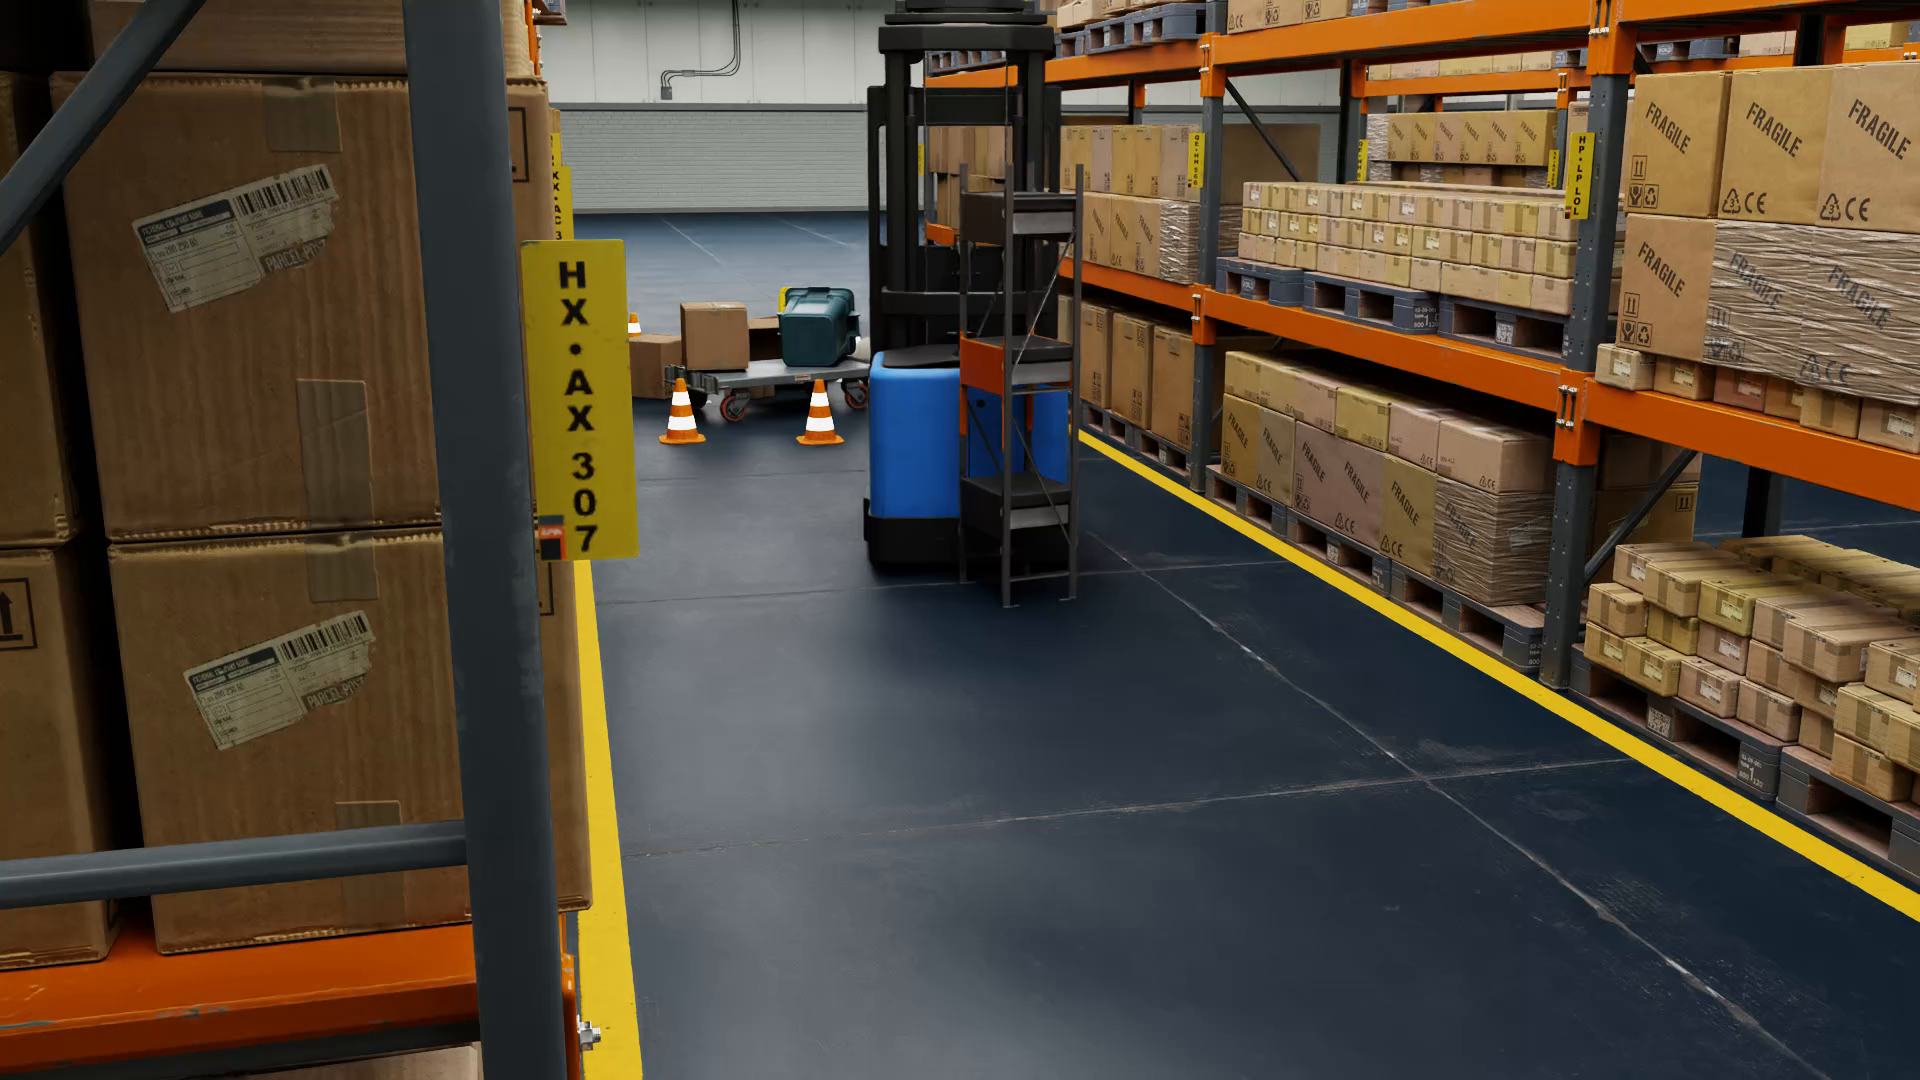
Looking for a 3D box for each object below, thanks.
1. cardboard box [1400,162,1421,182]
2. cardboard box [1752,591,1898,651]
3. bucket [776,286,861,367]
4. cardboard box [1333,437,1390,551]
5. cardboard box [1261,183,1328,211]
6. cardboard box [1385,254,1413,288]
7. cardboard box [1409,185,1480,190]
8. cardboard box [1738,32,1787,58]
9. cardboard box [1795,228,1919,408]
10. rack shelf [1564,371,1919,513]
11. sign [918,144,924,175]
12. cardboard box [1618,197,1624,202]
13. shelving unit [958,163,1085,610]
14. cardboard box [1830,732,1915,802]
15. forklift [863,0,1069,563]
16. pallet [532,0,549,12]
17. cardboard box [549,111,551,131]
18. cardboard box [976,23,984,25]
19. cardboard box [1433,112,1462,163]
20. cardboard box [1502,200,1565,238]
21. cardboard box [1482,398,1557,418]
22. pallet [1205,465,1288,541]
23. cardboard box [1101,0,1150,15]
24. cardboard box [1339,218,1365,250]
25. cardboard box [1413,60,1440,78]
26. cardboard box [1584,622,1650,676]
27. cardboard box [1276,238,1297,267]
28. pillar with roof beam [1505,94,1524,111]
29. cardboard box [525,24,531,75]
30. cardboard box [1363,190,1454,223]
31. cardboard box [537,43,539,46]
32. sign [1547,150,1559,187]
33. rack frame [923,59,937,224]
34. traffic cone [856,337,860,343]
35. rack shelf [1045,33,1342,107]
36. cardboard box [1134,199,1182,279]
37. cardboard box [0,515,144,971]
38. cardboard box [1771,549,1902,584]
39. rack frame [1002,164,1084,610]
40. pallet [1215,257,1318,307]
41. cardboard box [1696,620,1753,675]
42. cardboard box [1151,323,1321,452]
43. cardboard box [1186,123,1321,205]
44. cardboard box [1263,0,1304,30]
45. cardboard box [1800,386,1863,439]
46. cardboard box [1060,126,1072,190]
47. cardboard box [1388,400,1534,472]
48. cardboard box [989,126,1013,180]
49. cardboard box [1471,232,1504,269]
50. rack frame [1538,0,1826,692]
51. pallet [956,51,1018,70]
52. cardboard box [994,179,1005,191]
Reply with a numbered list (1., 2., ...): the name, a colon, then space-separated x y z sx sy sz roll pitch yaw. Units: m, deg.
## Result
1. cardboard box: 5.288 -3.849 18.024 0.875 0.500 0.500 -3 14 -13
2. cardboard box: 3.002 0.293 5.777 0.380 0.149 0.250 -4 14 -15
3. bucket: -1.227 -1.768 14.039 0.726 0.611 0.620 2 24 6
4. cardboard box: 2.270 -0.255 8.532 0.500 0.500 0.500 -4 14 -14
5. cardboard box: 1.971 -1.986 9.627 0.380 0.149 0.250 -4 14 -15
6. cardboard box: 2.330 -1.334 8.213 0.380 0.149 0.250 -3 14 -11
7. cardboard box: 2.731 -1.898 9.266 0.380 0.149 0.250 -3 14 -12
8. cardboard box: 6.235 -3.757 12.482 0.500 0.250 0.500 -3 14 -12
9. cardboard box: 3.003 -0.704 5.152 0.500 0.500 0.500 -4 14 -14
10. rack shelf: 3.395 -0.061 4.871 1.077 0.370 4.000 -3 14 -13
11. sign: -0.434 -4.069 17.772 0.100 0.325 0.005 -3 14 -13
12. cardboard box: 3.150 -1.482 7.565 0.380 0.149 0.250 -3 14 -13
13. shelving unit: 0.285 -0.756 8.097 0.431 2.100 0.503 -6 15 -25
14. cardboard box: 3.042 0.708 5.330 0.380 0.149 0.250 -4 14 -15
15. forklift: 0.018 -1.596 9.784 1.130 2.935 3.031 0 14 -1
16. pallet: -2.334 -2.457 7.242 1.003 0.211 1.213 -3 14 -11
17. cardboard box: -3.634 -3.210 13.303 0.700 0.500 0.500 -3 14 -14
18. cardboard box: 0.447 -4.830 15.149 0.500 0.250 0.500 -3 14 -14
19. cardboard box: 5.169 -4.084 16.878 0.500 0.500 0.500 -3 14 -13
20. cardboard box: 2.577 -1.386 7.172 0.380 0.149 0.250 -4 14 -15
21. cardboard box: 2.881 -0.533 8.092 0.500 0.250 0.500 -3 14 -12
22. pallet: 2.168 -0.259 10.044 1.003 0.211 1.213 -3 14 -13
23. cardboard box: 1.305 -3.938 11.599 0.500 0.500 0.500 -3 14 -13
24. cardboard box: 2.208 -1.601 8.678 0.380 0.149 0.250 -3 14 -14
25. cardboard box: 5.053 -4.919 17.235 0.500 0.250 0.500 -3 14 -13
26. cardboard box: 2.698 0.411 6.546 0.380 0.149 0.250 -4 14 -16
27. cardboard box: 2.021 -1.638 9.455 0.380 0.149 0.250 -3 14 -10
28. pillar with roof beam: 10.580 -12.819 42.936 9.100 9.000 0.400 -3 14 -13
29. cardboard box: -1.061 -0.956 3.337 0.380 0.149 0.250 -4 14 -15
30. cardboard box: 2.271 -1.687 8.403 0.380 0.149 0.250 -3 14 -14
31. cardboard box: -3.709 -4.182 13.593 0.500 0.250 0.500 -3 14 -14
32. sign: 5.365 -3.359 15.031 0.100 0.325 0.005 -3 14 -13
33. rack frame: 0.107 -3.640 18.005 1.000 3.000 0.127 -3 14 -13
34. traffic cone: -1.149 -2.206 17.481 0.336 0.463 0.334 -3 14 -13
35. rack shelf: 1.516 -3.363 12.069 1.077 0.370 4.000 -3 14 -13
36. cardboard box: 1.503 -2.047 11.275 0.500 0.500 0.500 -3 14 -13
37. cardboard box: -1.294 0.205 2.056 0.500 0.500 0.500 -3 14 -13
38. cardboard box: 3.360 0.145 6.383 0.380 0.149 0.250 -3 14 -12
39. rack frame: 0.390 -0.704 7.883 0.400 2.100 0.015 -6 15 -25
40. pallet: 2.256 -1.543 9.825 1.213 0.211 1.003 -3 14 -13
41. cardboard box: 2.938 0.374 6.072 0.380 0.149 0.250 -3 14 -14
42. cardboard box: 1.930 -1.051 11.264 1.050 0.750 0.750 -3 14 -14
43. cardboard box: 1.890 -2.433 10.747 0.700 0.500 0.500 -3 14 -13
44. cardboard box: 1.985 -3.039 9.013 0.500 0.500 0.500 -3 14 -13
45. cardboard box: 2.974 -0.427 5.384 0.380 0.149 0.250 -3 14 -12
46. cardboard box: 1.168 -3.137 13.630 0.700 0.500 0.500 -4 14 -14
47. cardboard box: 2.396 -0.503 7.966 0.500 0.250 0.500 -3 14 -11
48. cardboard box: 0.751 -3.522 14.931 0.875 0.550 0.550 -3 14 -13
49. cardboard box: 2.521 -1.297 7.433 0.380 0.149 0.250 -3 14 -11
50. rack frame: 2.925 -0.872 6.674 1.000 3.000 0.127 -3 14 -13
51. pallet: 0.581 -4.601 15.807 1.003 0.211 1.213 -3 14 -13
52. cardboard box: 0.797 -3.000 15.070 0.875 0.550 0.550 -3 14 -13
